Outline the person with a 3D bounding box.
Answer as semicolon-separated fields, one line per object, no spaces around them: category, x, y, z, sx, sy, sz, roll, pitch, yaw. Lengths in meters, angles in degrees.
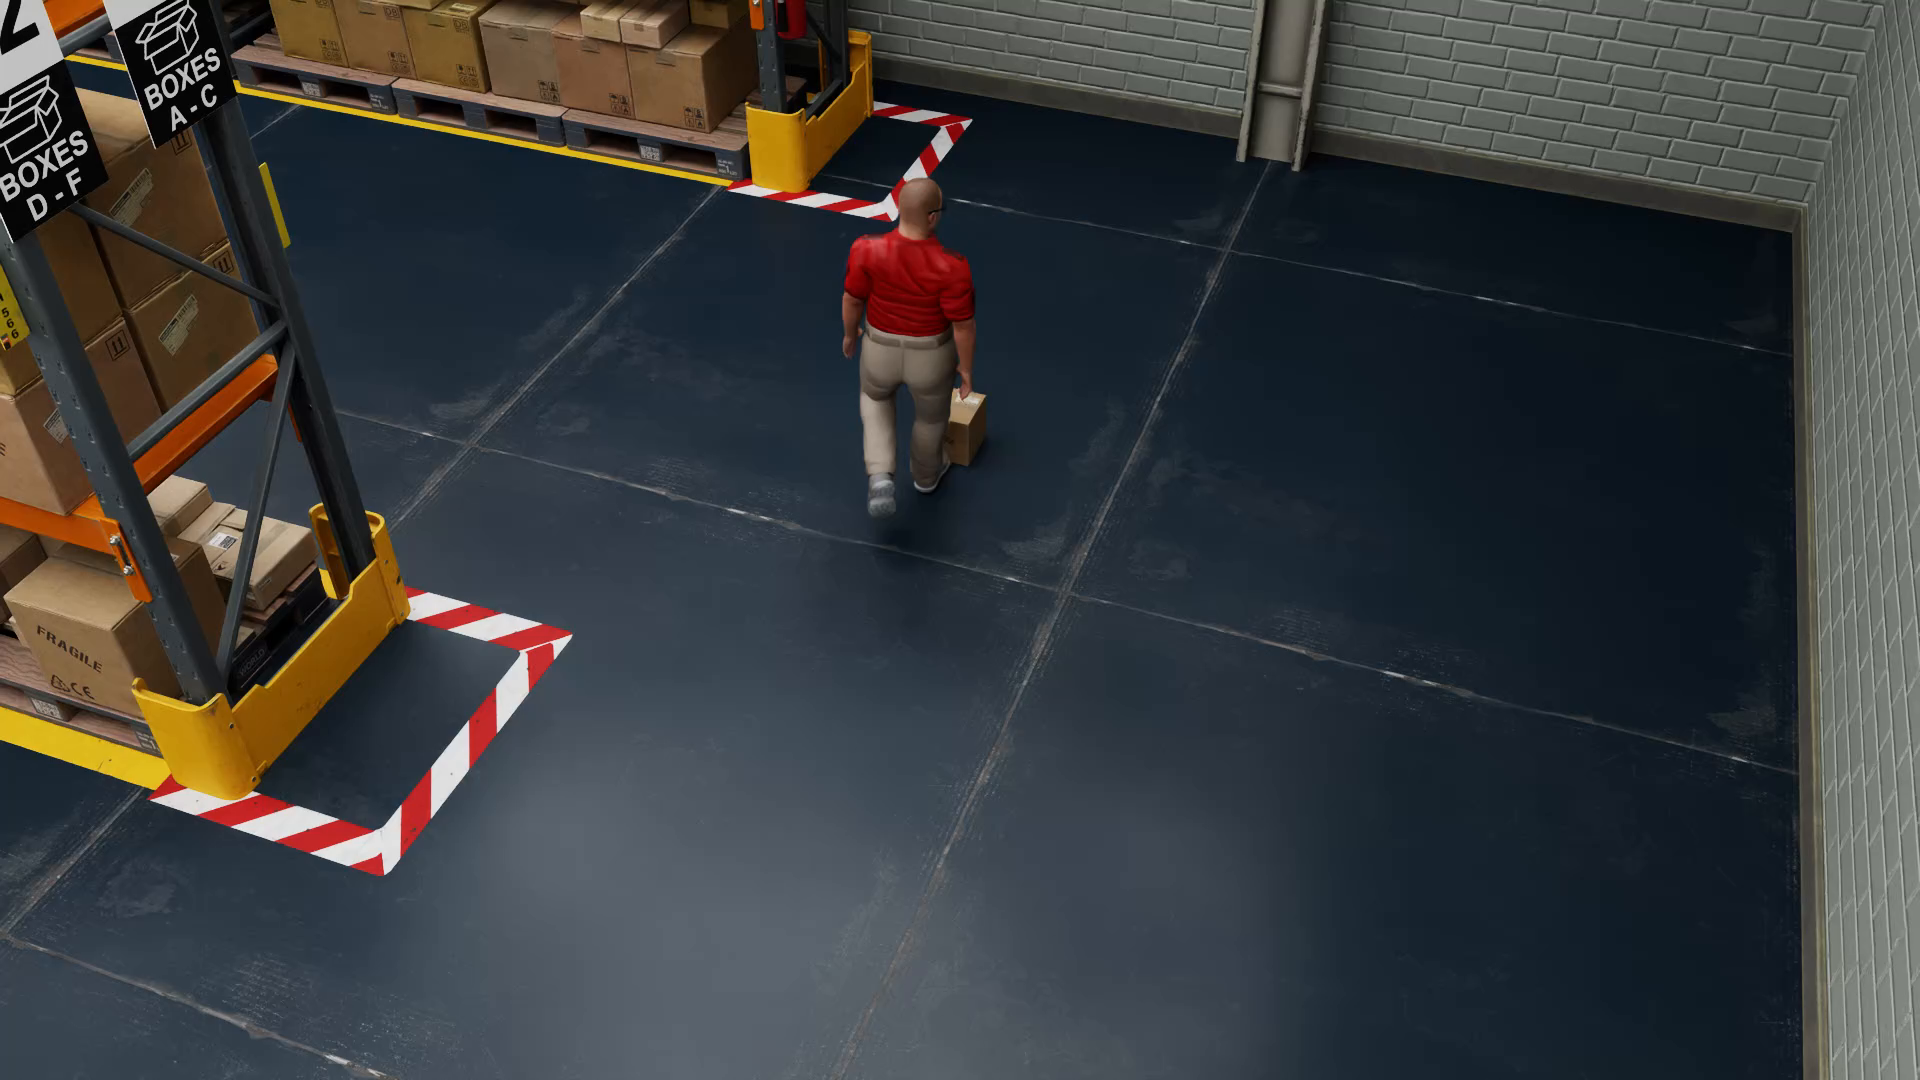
person;-0.207;-0.837;7.123;0.607;1.708;0.715;7;42;8
